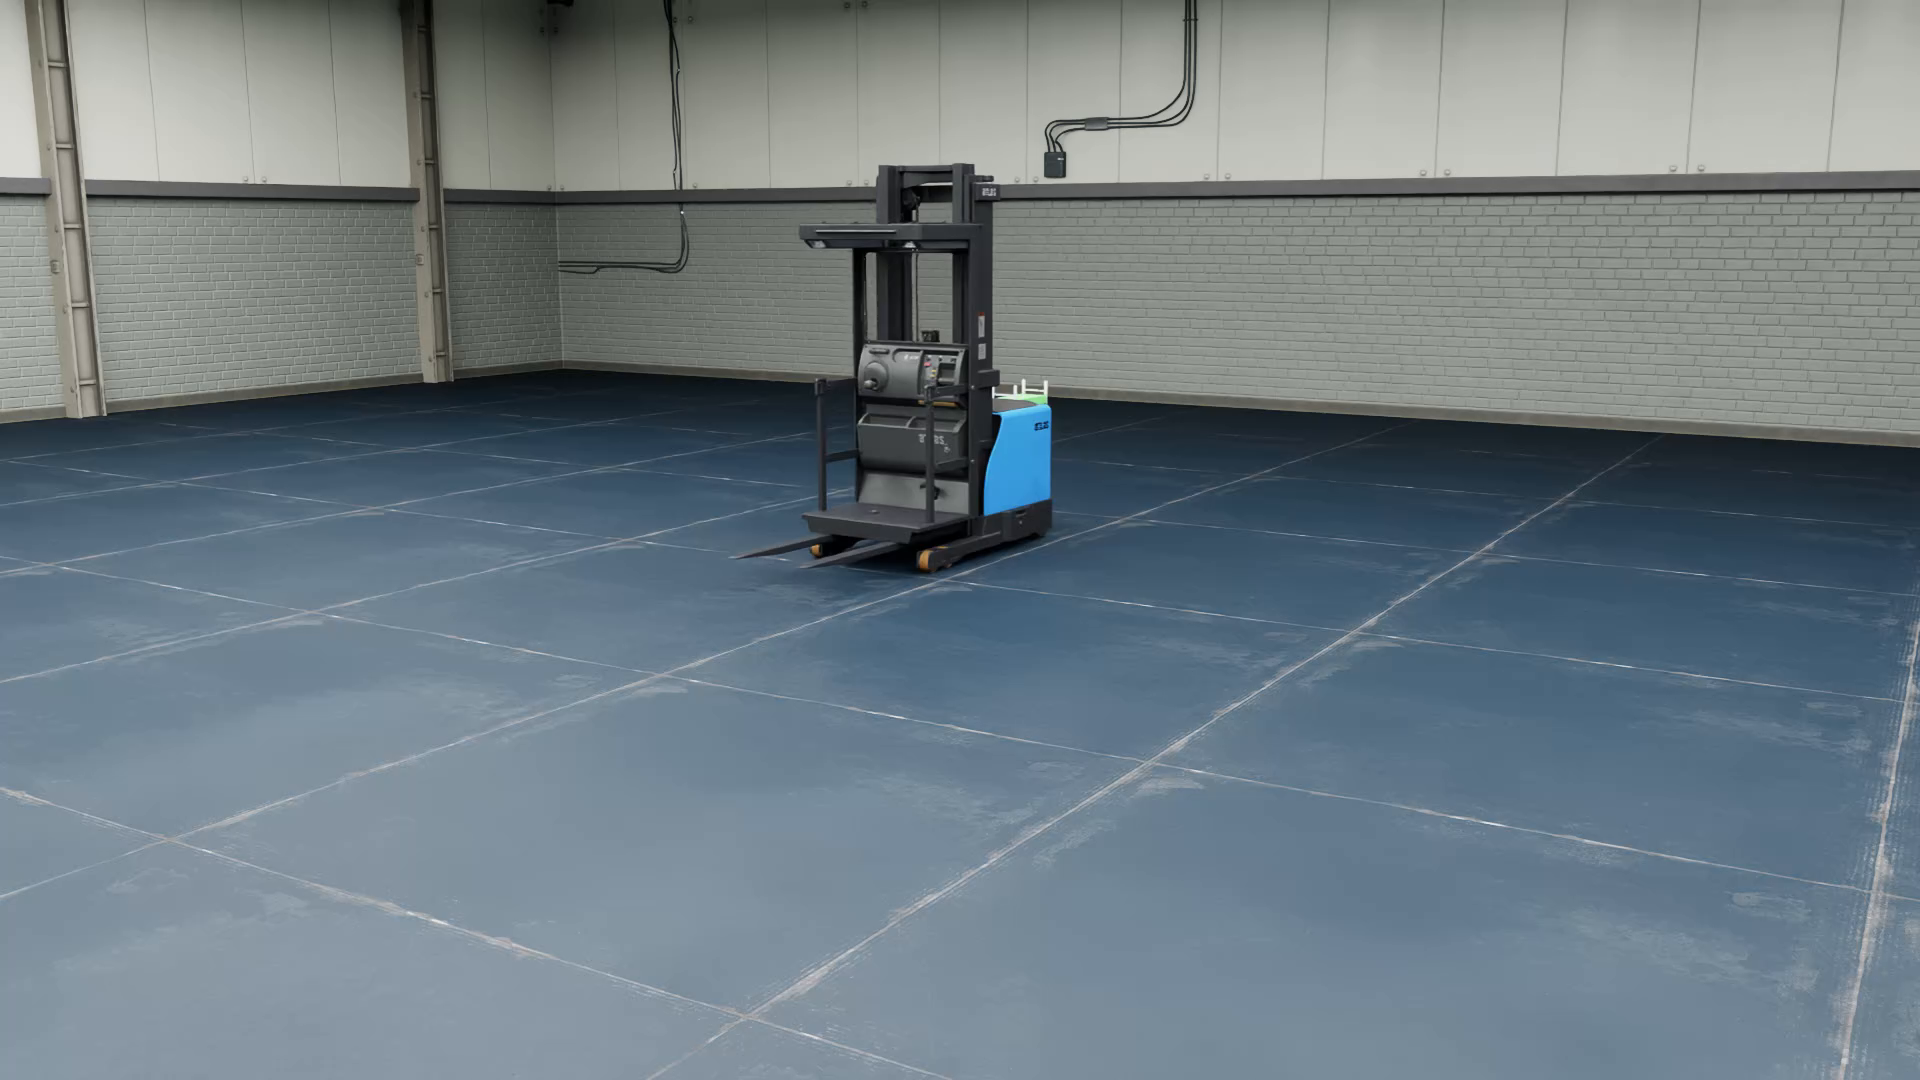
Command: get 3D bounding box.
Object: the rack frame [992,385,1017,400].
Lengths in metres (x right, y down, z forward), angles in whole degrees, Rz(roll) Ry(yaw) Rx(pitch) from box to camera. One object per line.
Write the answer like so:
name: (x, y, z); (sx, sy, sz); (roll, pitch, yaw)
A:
rack frame: (0.363, -0.687, 13.775); (0.240, 1.200, 0.015); (7, 13, 33)

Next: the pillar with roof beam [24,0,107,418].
pillar with roof beam: (-7.979, -5.663, 19.163); (9.100, 9.000, 0.400); (6, 12, 31)

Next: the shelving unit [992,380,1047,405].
shelving unit: (0.497, -0.724, 13.975); (0.258, 1.200, 0.503); (7, 13, 33)

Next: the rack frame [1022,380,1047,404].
rack frame: (0.632, -0.761, 14.175); (0.240, 1.200, 0.015); (7, 13, 33)

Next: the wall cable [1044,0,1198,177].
wall cable: (2.222, -8.117, 23.029); (2.305, 6.003, 0.169); (6, 12, 31)

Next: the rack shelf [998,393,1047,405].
rack shelf: (0.497, -1.133, 13.899); (0.258, 0.148, 0.480); (7, 13, 33)

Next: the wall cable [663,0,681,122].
wall cable: (-3.571, -8.053, 26.641); (3.097, 2.526, 0.112); (6, 12, 31)

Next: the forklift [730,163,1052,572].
forklift: (-0.484, -1.302, 12.356); (1.130, 2.935, 3.031); (7, 13, 33)

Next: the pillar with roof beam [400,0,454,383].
pillar with roof beam: (-4.864, -6.607, 24.203); (9.100, 9.000, 0.548); (6, 12, 31)

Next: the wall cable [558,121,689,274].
wall cable: (-5.884, -5.829, 28.486); (3.097, 2.526, 0.112); (6, 12, 31)

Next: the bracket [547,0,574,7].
bracket: (-6.794, -9.191, 28.227); (0.235, 0.232, 0.430); (6, 12, 31)
